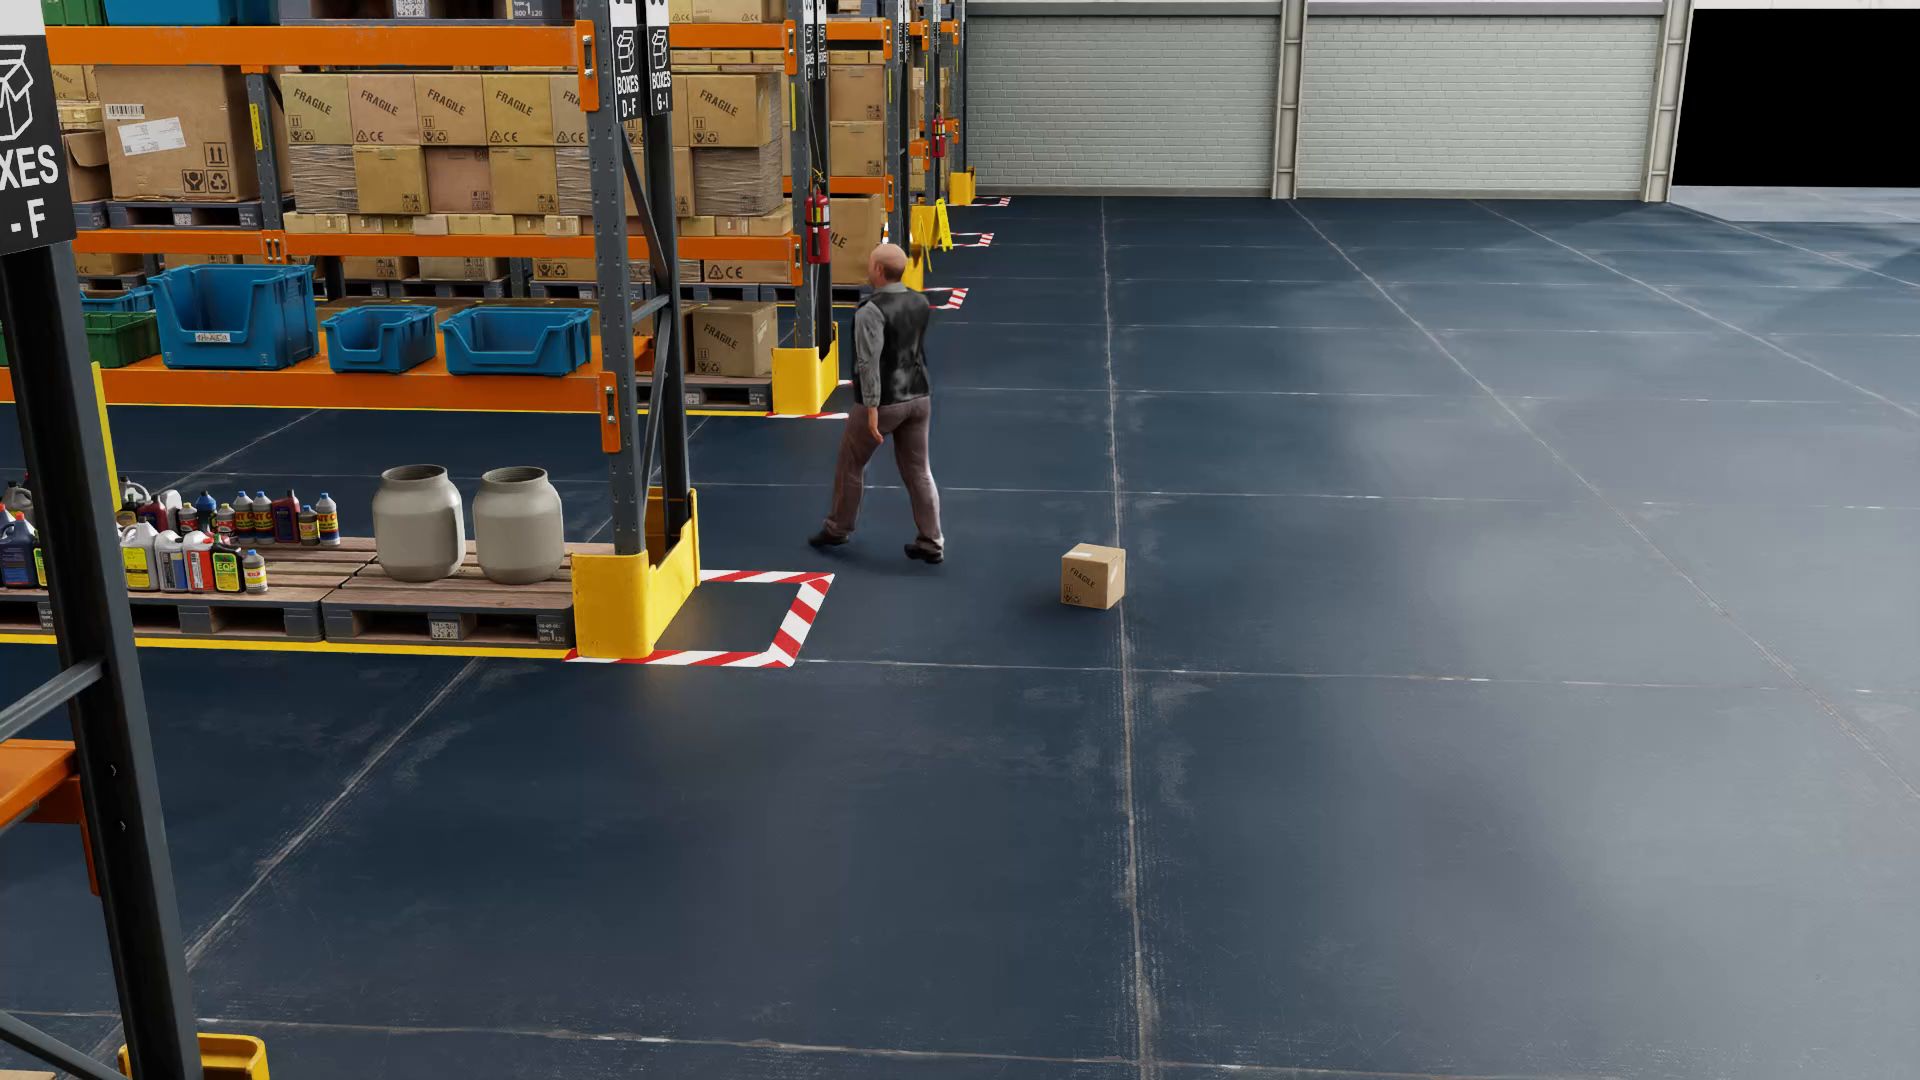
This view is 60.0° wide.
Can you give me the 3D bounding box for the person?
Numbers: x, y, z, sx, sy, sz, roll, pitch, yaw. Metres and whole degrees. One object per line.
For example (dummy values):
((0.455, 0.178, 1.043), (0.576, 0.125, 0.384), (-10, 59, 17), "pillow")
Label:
((-0.428, -0.737, 8.923), (0.546, 1.712, 0.887), (-15, 23, -40), "person")
